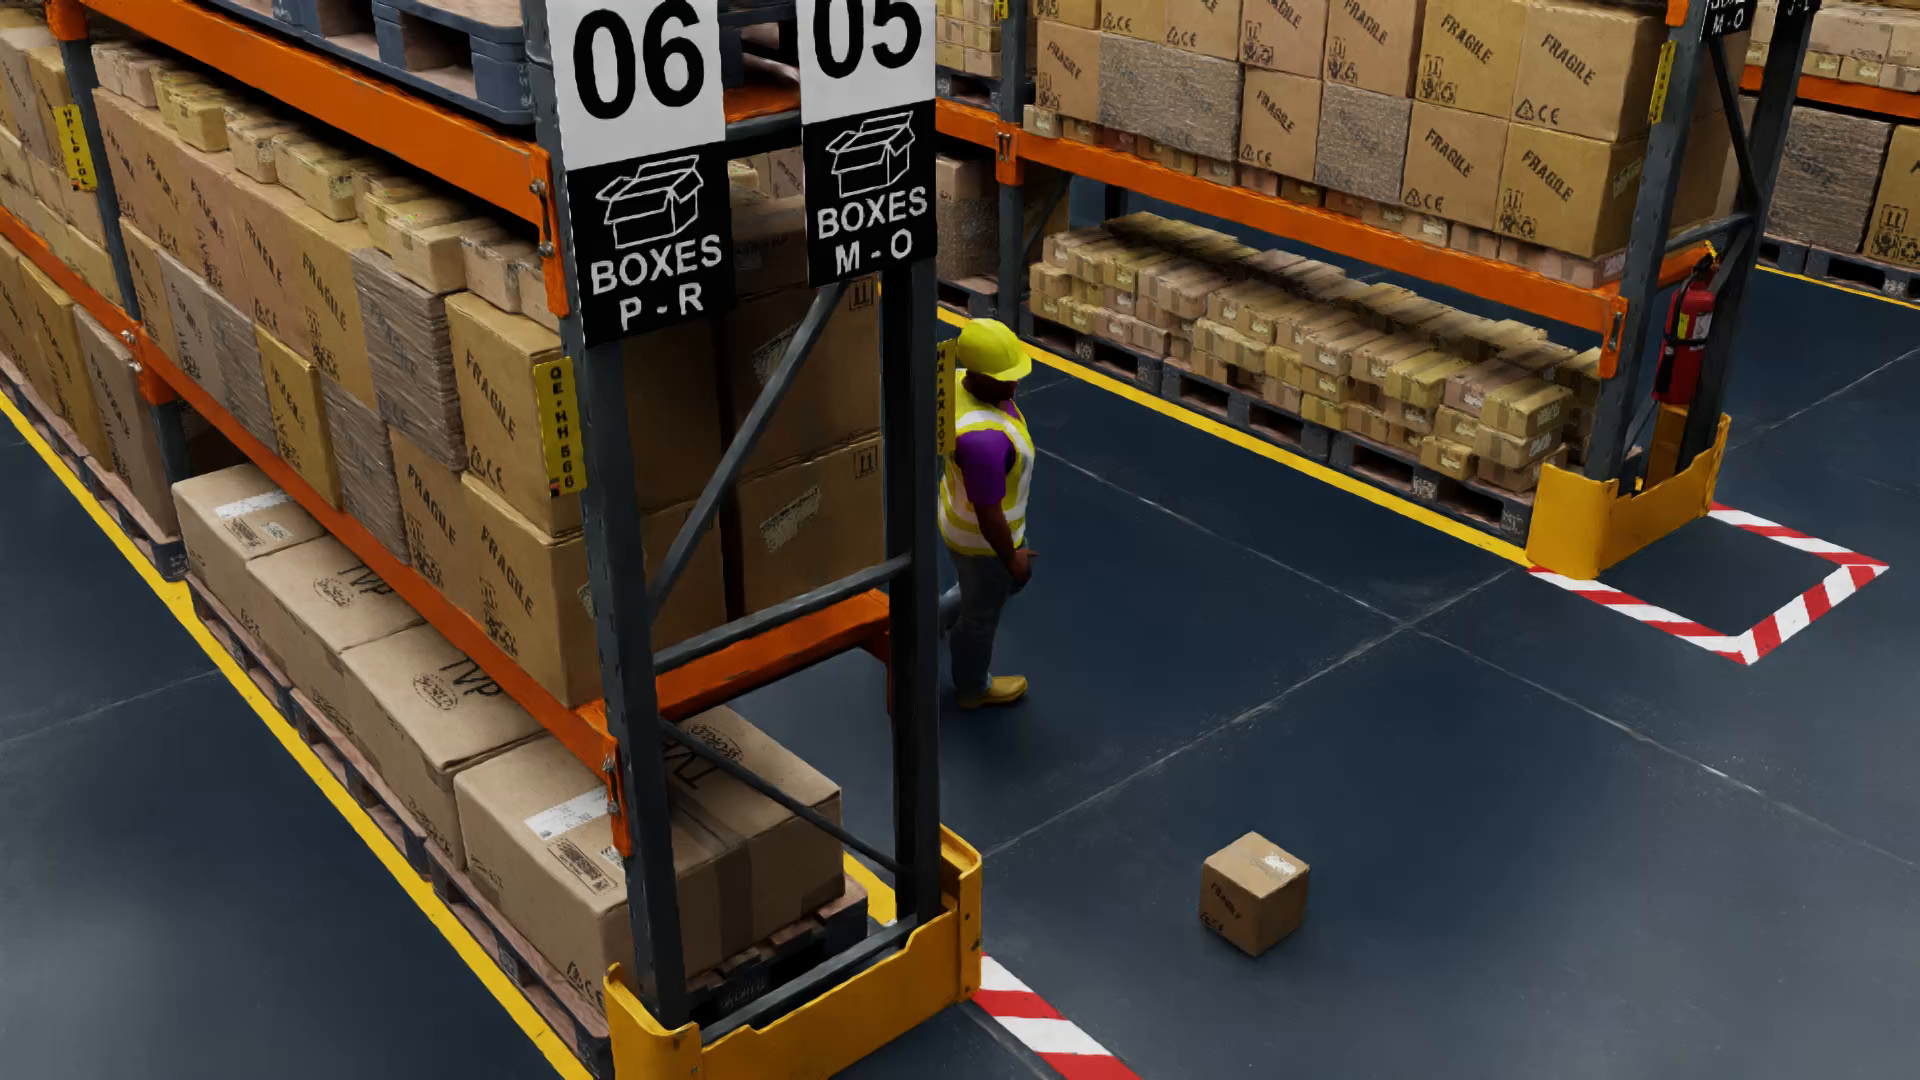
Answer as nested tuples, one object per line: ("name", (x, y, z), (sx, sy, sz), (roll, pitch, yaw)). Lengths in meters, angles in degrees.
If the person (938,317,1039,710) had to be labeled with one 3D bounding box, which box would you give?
("person", (0.059, -0.057, 6.214), (0.513, 1.745, 0.704), (-5, 28, -9))
